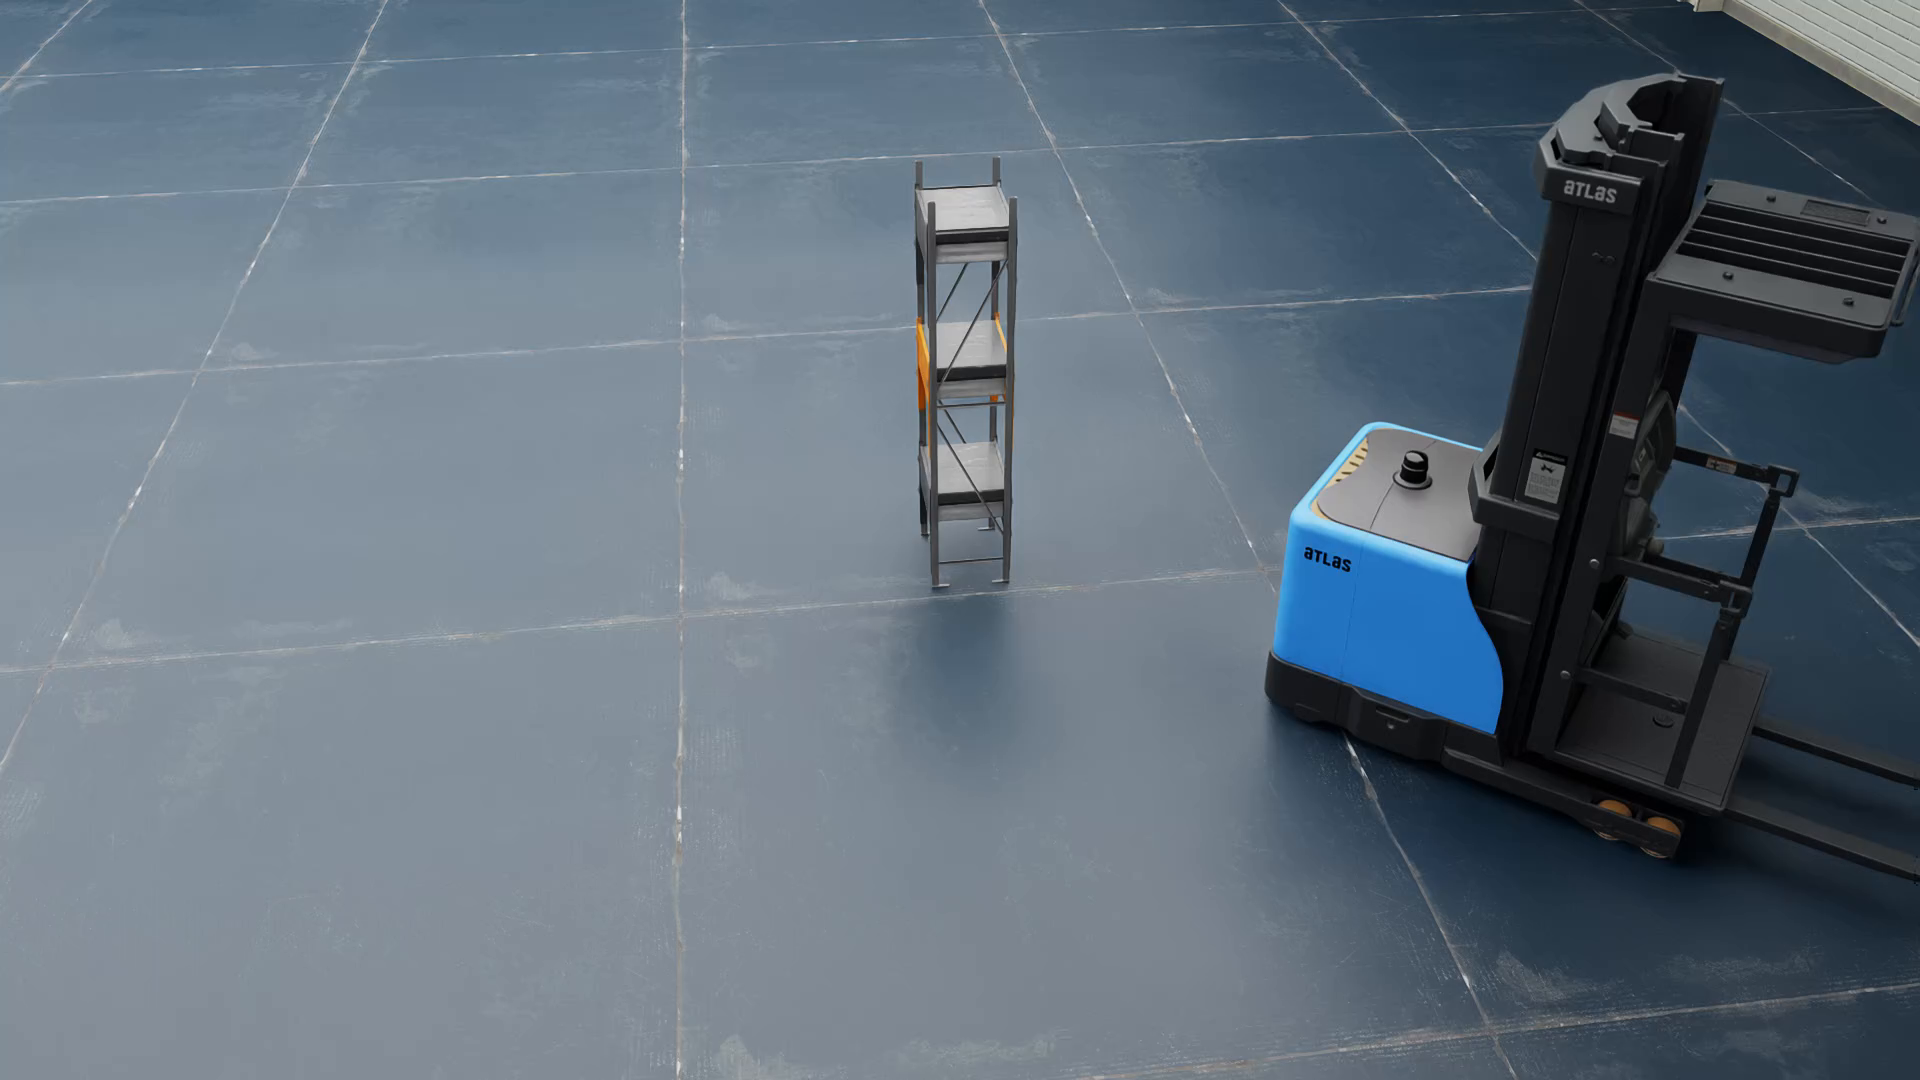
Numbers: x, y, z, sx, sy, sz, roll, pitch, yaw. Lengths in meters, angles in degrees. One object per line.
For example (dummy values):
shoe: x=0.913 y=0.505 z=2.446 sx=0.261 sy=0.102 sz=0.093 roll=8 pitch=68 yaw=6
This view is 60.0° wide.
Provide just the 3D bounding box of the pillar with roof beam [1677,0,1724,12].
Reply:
pillar with roof beam: x=3.221 y=-8.799 z=13.799 sx=9.100 sy=9.000 sz=0.400 roll=-4 pitch=35 yaw=-6

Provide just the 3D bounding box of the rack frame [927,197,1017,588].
rack frame: x=0.055 y=-0.639 z=7.952 sx=0.400 sy=2.100 sz=0.015 roll=-4 pitch=35 yaw=-6

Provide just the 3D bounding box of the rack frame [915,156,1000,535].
rack frame: x=-0.011 y=-0.911 z=8.352 sx=0.400 sy=2.100 sz=0.015 roll=-4 pitch=35 yaw=-6

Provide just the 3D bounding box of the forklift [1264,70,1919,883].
forklift: x=2.936 y=-0.231 z=6.614 sx=3.031 sy=2.935 sz=1.130 roll=19 pitch=39 yaw=26

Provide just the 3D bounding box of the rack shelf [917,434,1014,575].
rack shelf: x=0.022 y=-0.186 z=8.554 sx=0.431 sy=0.518 sz=0.480 roll=-4 pitch=35 yaw=-6

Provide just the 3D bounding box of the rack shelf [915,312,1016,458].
rack shelf: x=0.022 y=-0.764 z=8.159 sx=0.431 sy=0.518 sz=0.480 roll=-4 pitch=35 yaw=-6

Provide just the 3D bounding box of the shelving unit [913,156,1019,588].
shelving unit: x=0.022 y=-0.775 z=8.152 sx=0.431 sy=2.100 sz=0.503 roll=-4 pitch=35 yaw=-6

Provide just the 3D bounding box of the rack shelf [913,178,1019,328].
rack shelf: x=0.022 y=-1.342 z=7.765 sx=0.431 sy=0.518 sz=0.480 roll=-4 pitch=35 yaw=-6
